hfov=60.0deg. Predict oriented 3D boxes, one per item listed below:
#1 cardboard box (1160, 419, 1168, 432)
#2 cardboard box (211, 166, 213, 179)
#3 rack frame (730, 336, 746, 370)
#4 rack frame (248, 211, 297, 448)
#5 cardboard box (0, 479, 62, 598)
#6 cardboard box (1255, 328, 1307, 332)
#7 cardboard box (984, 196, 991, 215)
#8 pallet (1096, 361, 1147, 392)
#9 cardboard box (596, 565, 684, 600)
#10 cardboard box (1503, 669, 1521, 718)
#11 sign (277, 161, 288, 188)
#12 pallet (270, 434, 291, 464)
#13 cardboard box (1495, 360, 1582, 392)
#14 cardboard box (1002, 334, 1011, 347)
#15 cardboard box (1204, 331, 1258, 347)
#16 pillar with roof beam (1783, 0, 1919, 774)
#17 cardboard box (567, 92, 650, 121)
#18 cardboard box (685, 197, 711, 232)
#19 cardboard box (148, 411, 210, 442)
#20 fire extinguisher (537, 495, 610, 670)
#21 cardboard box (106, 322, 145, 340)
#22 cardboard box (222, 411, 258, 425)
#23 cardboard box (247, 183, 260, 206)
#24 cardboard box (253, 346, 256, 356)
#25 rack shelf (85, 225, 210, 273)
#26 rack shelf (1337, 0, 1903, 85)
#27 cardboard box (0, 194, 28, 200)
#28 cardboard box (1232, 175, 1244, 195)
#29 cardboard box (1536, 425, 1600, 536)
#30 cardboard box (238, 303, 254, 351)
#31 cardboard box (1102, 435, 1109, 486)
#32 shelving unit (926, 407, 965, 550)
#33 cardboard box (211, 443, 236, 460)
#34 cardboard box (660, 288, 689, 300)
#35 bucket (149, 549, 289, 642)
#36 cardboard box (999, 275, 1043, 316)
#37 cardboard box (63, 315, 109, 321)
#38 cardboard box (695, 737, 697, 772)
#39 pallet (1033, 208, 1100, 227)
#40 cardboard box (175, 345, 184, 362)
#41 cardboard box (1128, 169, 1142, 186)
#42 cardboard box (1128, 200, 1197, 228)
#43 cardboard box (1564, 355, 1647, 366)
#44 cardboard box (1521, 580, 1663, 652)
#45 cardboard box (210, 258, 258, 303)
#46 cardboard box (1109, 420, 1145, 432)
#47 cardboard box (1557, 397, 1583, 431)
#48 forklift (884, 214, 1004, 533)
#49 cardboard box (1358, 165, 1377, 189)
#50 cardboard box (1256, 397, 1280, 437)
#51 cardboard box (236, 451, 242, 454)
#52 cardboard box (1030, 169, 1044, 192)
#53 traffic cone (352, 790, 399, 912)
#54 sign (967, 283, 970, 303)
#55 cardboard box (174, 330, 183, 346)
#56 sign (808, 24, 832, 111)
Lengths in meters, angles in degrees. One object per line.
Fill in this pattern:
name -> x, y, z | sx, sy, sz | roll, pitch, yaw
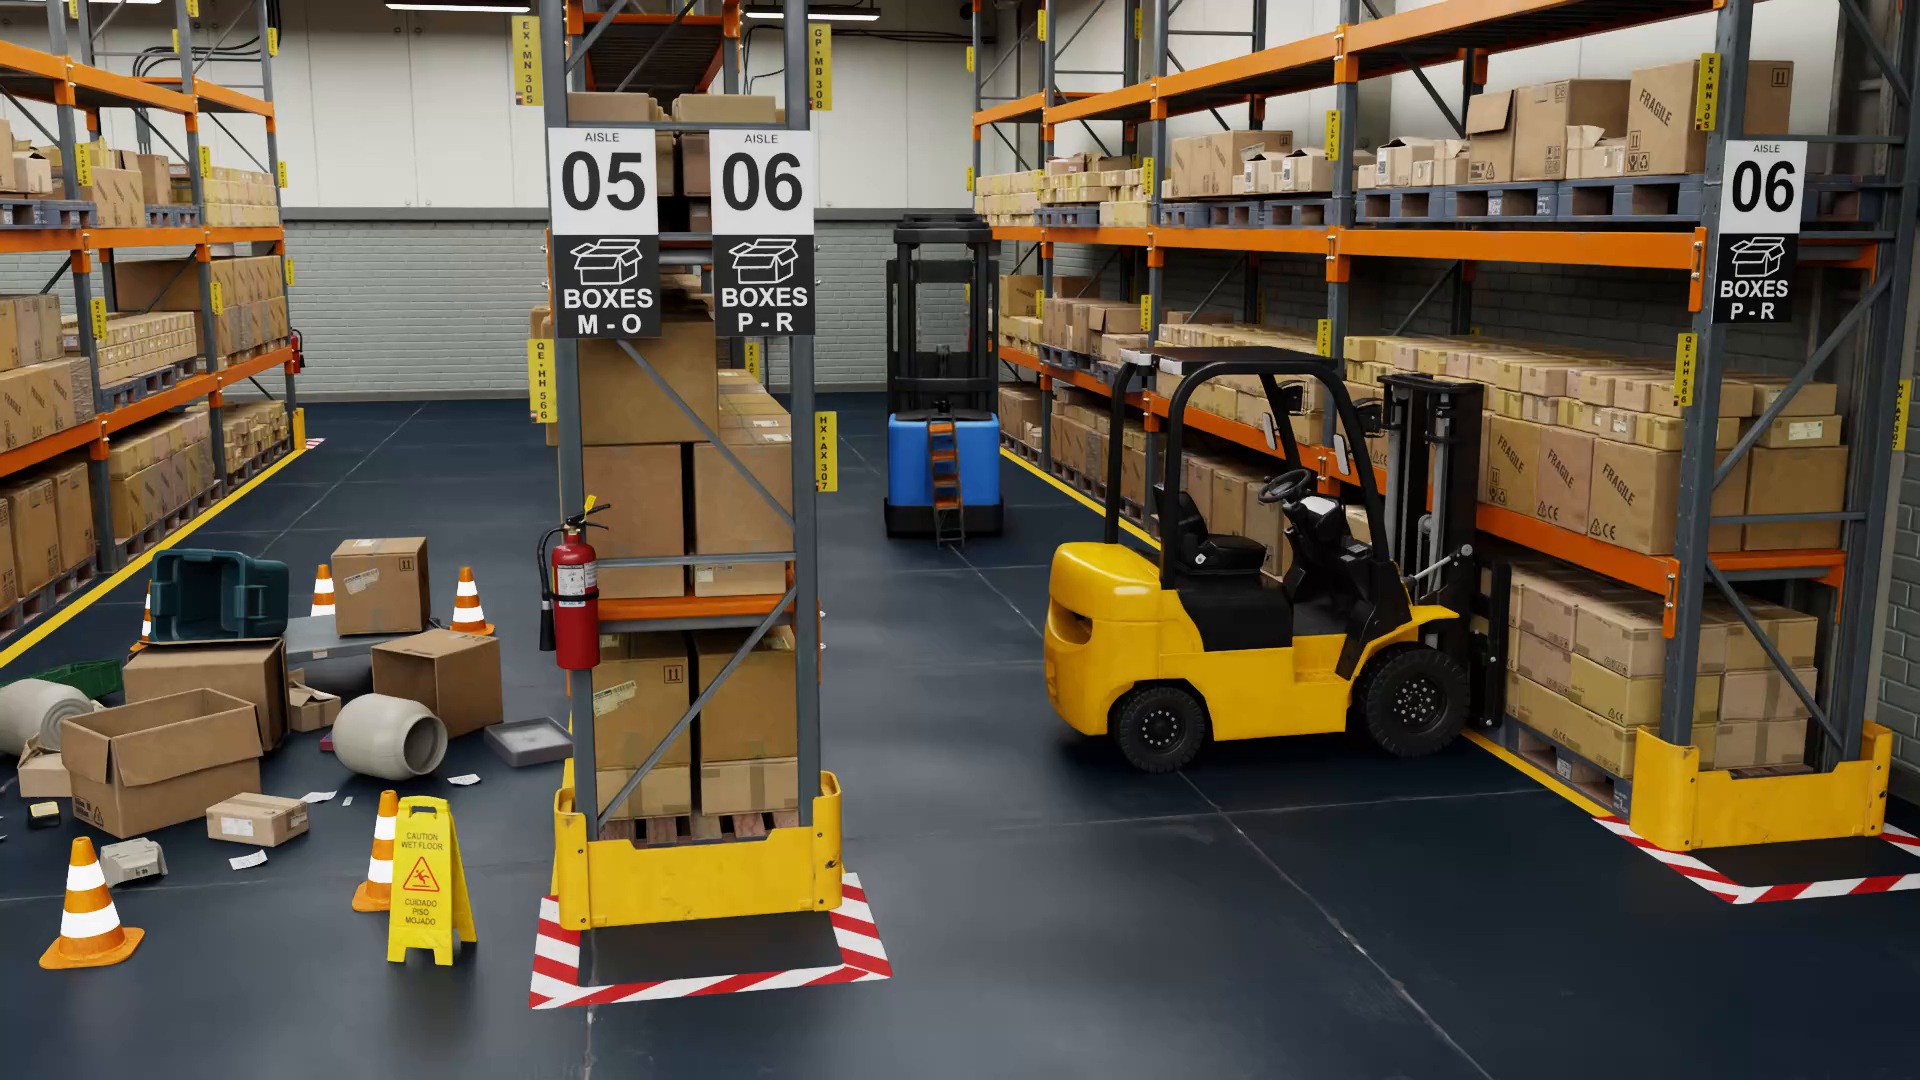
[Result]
cardboard box -> 2.222, -1.157, 17.081 | 0.380, 0.149, 0.250 | -2, 11, -12
cardboard box -> -8.091, -3.870, 17.482 | 0.380, 0.149, 0.250 | -3, 11, -13
rack frame -> -1.860, -0.647, 10.571 | 1.000, 3.000, 0.127 | -2, 11, -11
rack frame -> -9.030, -2.649, 21.091 | 1.000, 3.000, 0.127 | -2, 11, -11
cardboard box -> -7.270, -0.008, 12.108 | 1.050, 0.750, 0.750 | -2, 11, -10
cardboard box -> 2.759, -1.741, 14.317 | 0.380, 0.149, 0.250 | -2, 11, -12
cardboard box -> 0.612, -4.391, 21.826 | 0.500, 0.250, 0.500 | -2, 11, -10
pallet -> 2.030, -1.589, 16.035 | 1.213, 0.211, 1.003 | -2, 11, -11
cardboard box -> -1.364, 0.150, 7.060 | 0.380, 0.149, 0.250 | -2, 11, -9
cardboard box -> 3.209, 0.792, 9.244 | 0.500, 0.250, 0.500 | -2, 11, -10
sign -> -8.481, -4.574, 20.815 | 0.100, 0.325, 0.005 | -2, 11, -11
pallet -> -8.891, -1.115, 20.489 | 1.003, 0.211, 1.213 | -2, 11, -11
cardboard box -> 3.163, -0.896, 9.086 | 0.380, 0.149, 0.250 | -2, 11, -10
cardboard box -> 0.742, -2.549, 21.240 | 0.380, 0.149, 0.250 | -2, 11, -10
cardboard box -> 2.273, -1.672, 13.958 | 0.380, 0.149, 0.250 | -2, 11, -10
pillar with roof beam -> 0.312, -3.045, 7.128 | 9.100, 9.000, 0.400 | -2, 11, -11
cardboard box -> -1.437, -1.706, 6.655 | 0.380, 0.149, 0.250 | -2, 11, -10
cardboard box -> -0.967, -1.381, 7.077 | 0.380, 0.149, 0.250 | -2, 11, -13
cardboard box -> -7.859, -1.135, 16.692 | 0.500, 0.250, 0.500 | -2, 11, -13
fire extinguisher -> -1.512, 0.163, 6.525 | 0.296, 0.674, 0.183 | -2, 11, -11
cardboard box -> -7.631, -1.890, 15.059 | 0.380, 0.149, 0.250 | -2, 11, -9
cardboard box -> -8.473, -1.419, 19.538 | 0.380, 0.149, 0.250 | -3, 11, -13
cardboard box -> -8.493, -4.031, 19.396 | 0.500, 0.250, 0.500 | -2, 11, -10
cardboard box -> -8.525, -2.236, 19.596 | 0.380, 0.149, 0.250 | -3, 11, -13
rack shelf -> -7.863, -2.669, 15.096 | 1.077, 0.370, 4.000 | -2, 11, -11
rack shelf -> 3.397, -2.858, 9.140 | 1.077, 0.370, 4.000 | -2, 11, -11
cardboard box -> -7.834, -2.800, 13.594 | 0.500, 0.500, 0.500 | -2, 11, -11
cardboard box -> 2.347, -2.765, 12.962 | 0.380, 0.149, 0.250 | -2, 11, -12
cardboard box -> 3.341, -0.319, 8.585 | 0.500, 0.500, 0.500 | -2, 11, -9
cardboard box -> -8.267, -2.395, 18.693 | 0.500, 0.500, 0.500 | -2, 11, -12
cardboard box -> 1.746, -0.797, 16.926 | 0.500, 0.500, 0.500 | -2, 11, -9
shelving unit -> -0.125, -0.557, 14.862 | 0.258, 1.200, 0.503 | -5, 11, 1
cardboard box -> -8.008, -0.945, 17.847 | 0.380, 0.149, 0.250 | -2, 11, -8
cardboard box -> -1.987, -1.244, 9.975 | 0.700, 0.500, 0.500 | -2, 11, -12
bucket -> -4.408, 0.354, 10.001 | 0.726, 0.611, 0.620 | 2, 1, 9
cardboard box -> 0.791, -3.101, 21.068 | 0.500, 0.500, 0.500 | -2, 11, -10
cardboard box -> -8.519, -2.103, 16.183 | 0.380, 0.149, 0.250 | -2, 11, -11
cardboard box -> -1.059, 0.980, 8.258 | 0.500, 0.250, 0.500 | -2, 11, -9
pallet -> 1.510, -3.554, 18.327 | 1.213, 0.211, 1.003 | -2, 11, -11
cardboard box -> -7.882, -1.839, 16.385 | 0.380, 0.149, 0.250 | -2, 11, -11
cardboard box -> 1.824, -3.454, 15.841 | 0.380, 0.149, 0.250 | -2, 11, -13
cardboard box -> 1.892, -3.047, 15.559 | 0.500, 0.250, 0.500 | -2, 11, -13
cardboard box -> 3.658, -0.962, 9.431 | 0.380, 0.149, 0.250 | -2, 11, -11
cardboard box -> 3.286, 0.393, 8.668 | 0.500, 0.250, 0.500 | -2, 11, -10
cardboard box -> -8.382, -2.976, 19.070 | 0.500, 0.500, 0.500 | -3, 11, -13
cardboard box -> 1.739, -1.134, 16.961 | 0.380, 0.149, 0.250 | -2, 11, -12
cardboard box -> 3.338, -0.657, 8.622 | 0.380, 0.149, 0.250 | -2, 11, -11
forklift -> -0.174, -1.731, 16.453 | 1.130, 2.935, 3.031 | 0, 11, -1
cardboard box -> 2.798, -2.340, 10.727 | 0.380, 0.149, 0.250 | -2, 11, -10
cardboard box -> 2.551, -0.929, 12.456 | 0.500, 0.250, 0.500 | -2, 11, -11
cardboard box -> -8.158, -0.892, 18.362 | 0.380, 0.149, 0.250 | -2, 11, -11
cardboard box -> 1.118, -4.170, 19.331 | 0.500, 0.250, 0.500 | -2, 11, -11
traffic cone -> -2.431, 1.301, 7.122 | 0.336, 0.463, 0.334 | -2, 11, -11
sign -> 0.142, -3.434, 22.901 | 0.100, 0.325, 0.005 | -2, 11, -11
cardboard box -> -7.883, -1.985, 16.354 | 0.380, 0.149, 0.250 | -2, 11, -9
sign -> -0.550, -1.836, 6.458 | 0.100, 0.325, 0.005 | -2, 11, -11
